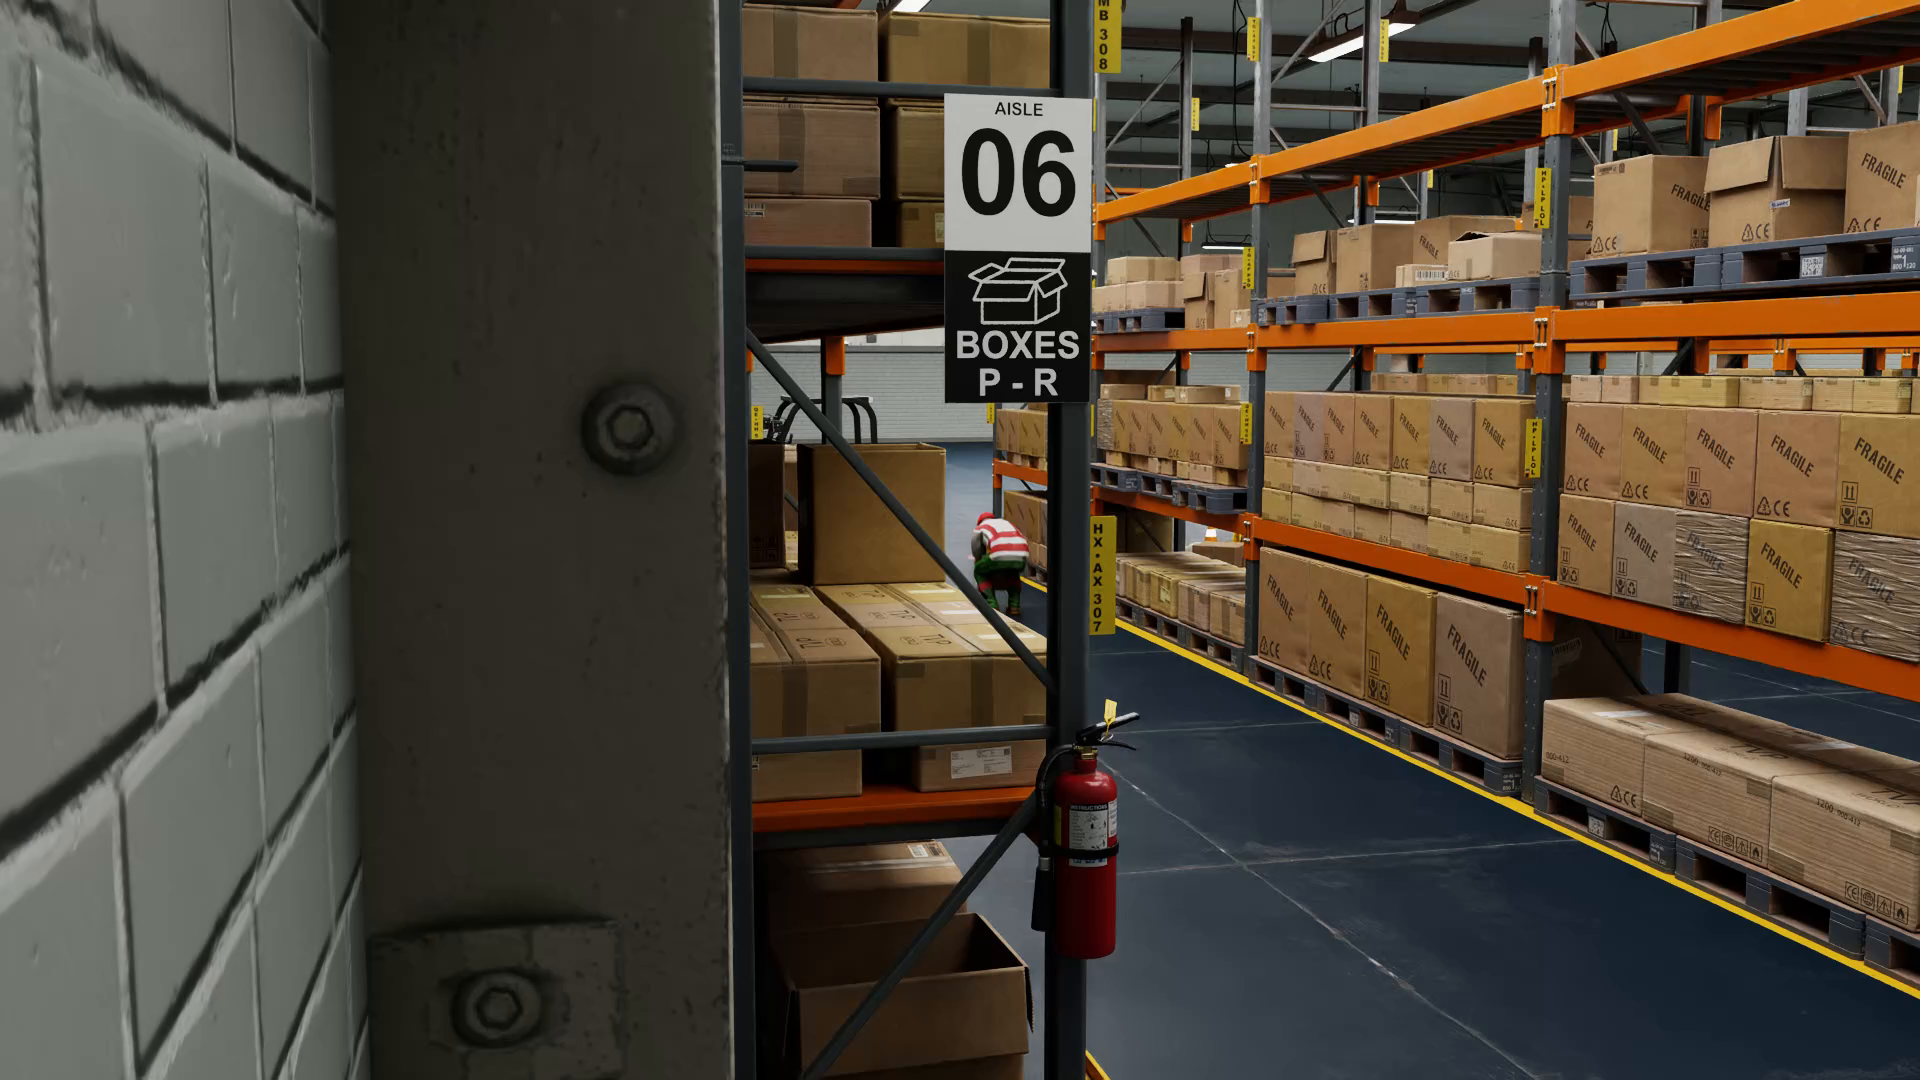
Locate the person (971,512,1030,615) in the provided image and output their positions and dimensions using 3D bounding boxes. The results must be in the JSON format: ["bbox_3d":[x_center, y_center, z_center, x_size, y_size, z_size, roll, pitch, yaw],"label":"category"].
[{"bbox_3d":[0.394,0.244,16.863,0.526,0.993,0.926,-2,6,-16],"label":"person"}]
